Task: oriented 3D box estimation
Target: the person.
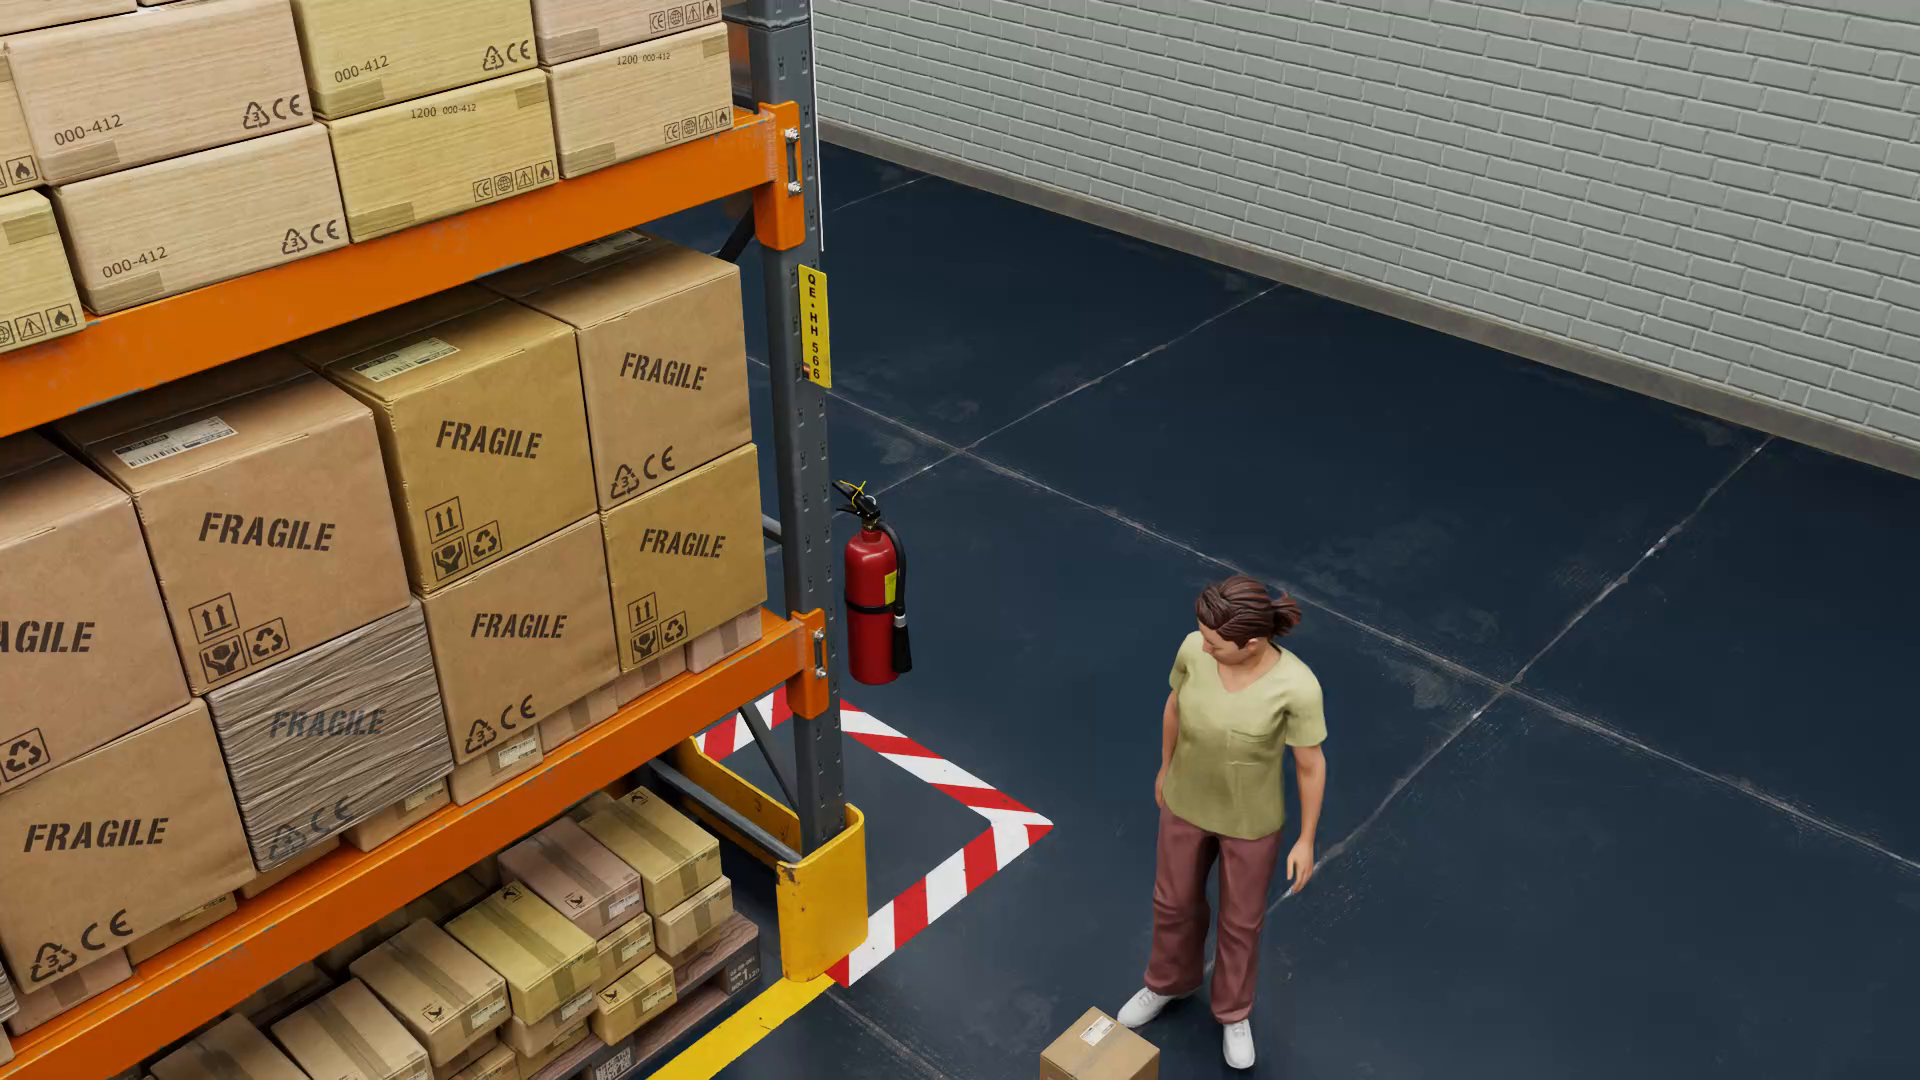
[{"bbox_3d":[0.783,0.810,4.812,0.534,1.706,0.334,15,34,23],"label":"person"}]
